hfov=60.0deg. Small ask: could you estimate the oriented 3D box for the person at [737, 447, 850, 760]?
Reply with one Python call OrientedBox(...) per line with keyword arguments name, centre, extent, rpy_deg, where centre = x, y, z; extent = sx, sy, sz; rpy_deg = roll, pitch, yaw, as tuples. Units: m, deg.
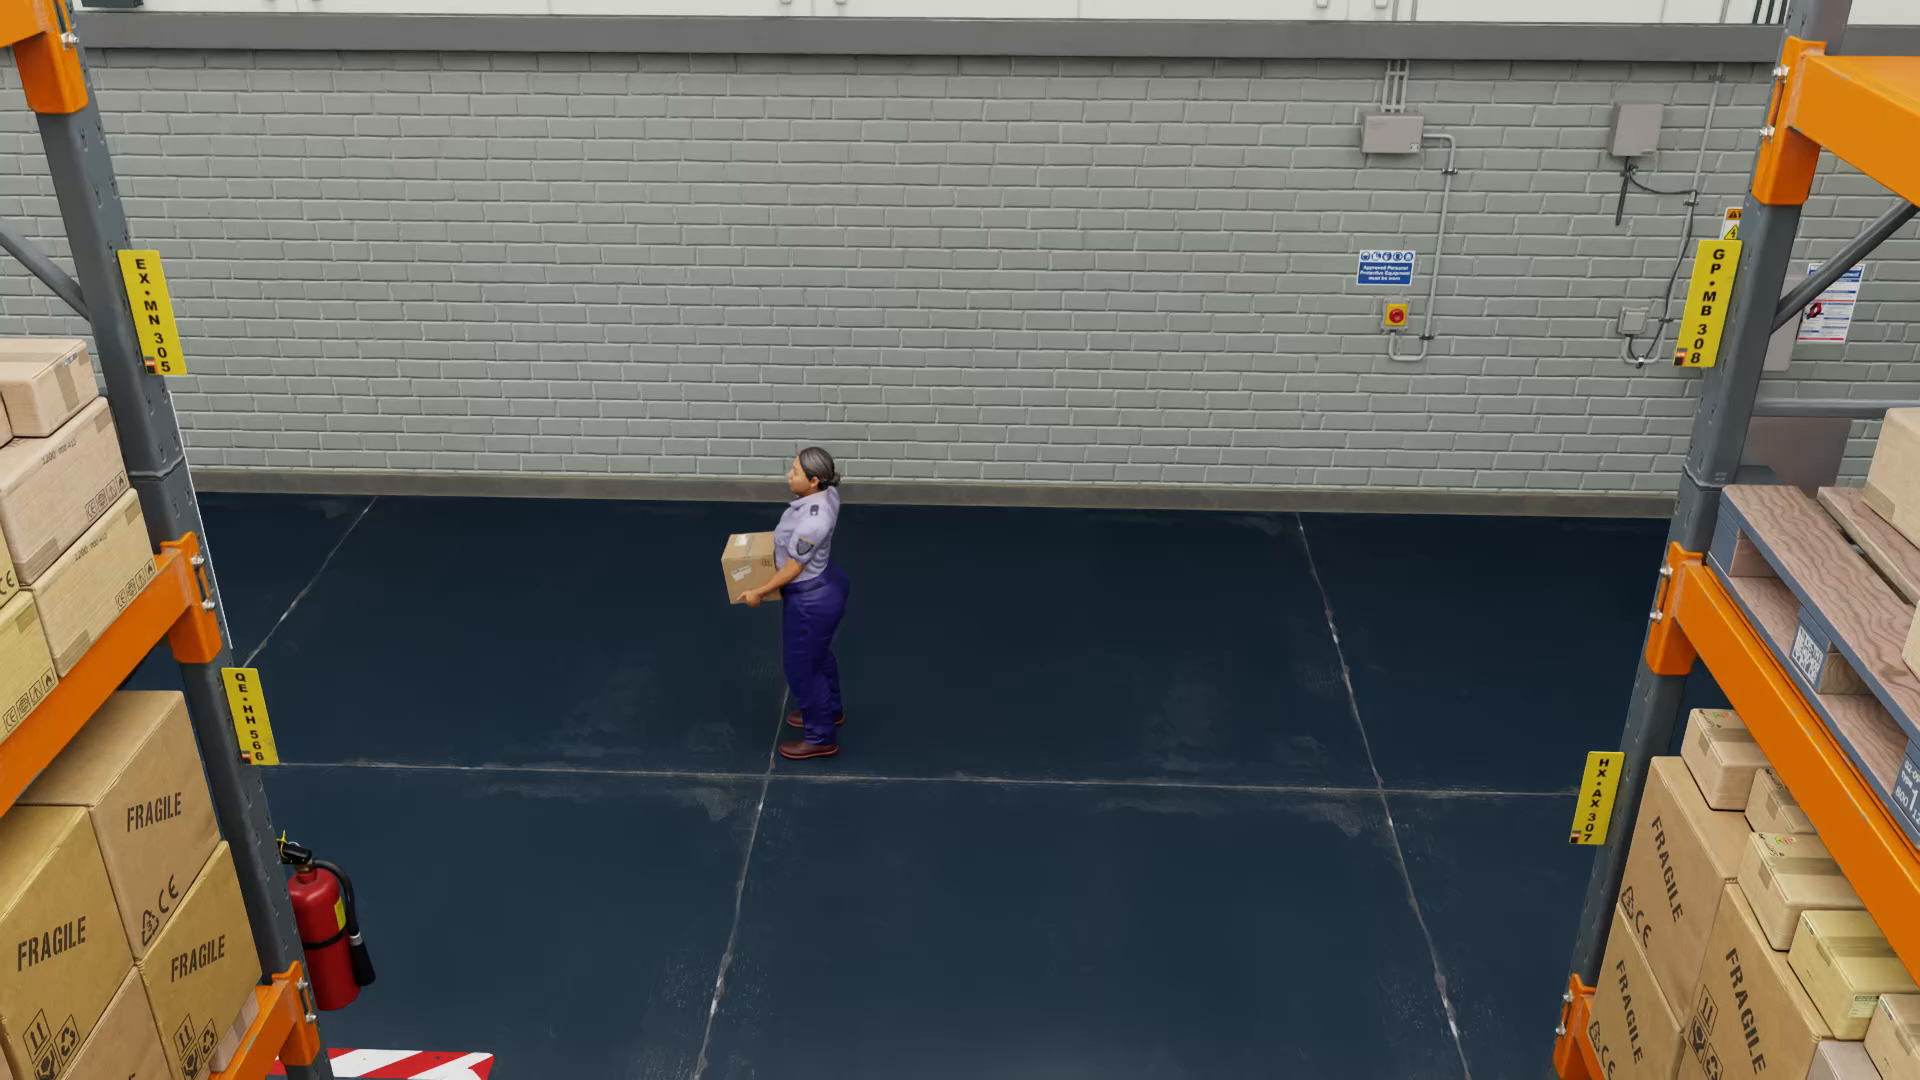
OrientedBox(name="person", centre=(-0.806, 0.289, 8.108), extent=(0.515, 1.641, 0.452), rpy_deg=(2, 28, 3))
